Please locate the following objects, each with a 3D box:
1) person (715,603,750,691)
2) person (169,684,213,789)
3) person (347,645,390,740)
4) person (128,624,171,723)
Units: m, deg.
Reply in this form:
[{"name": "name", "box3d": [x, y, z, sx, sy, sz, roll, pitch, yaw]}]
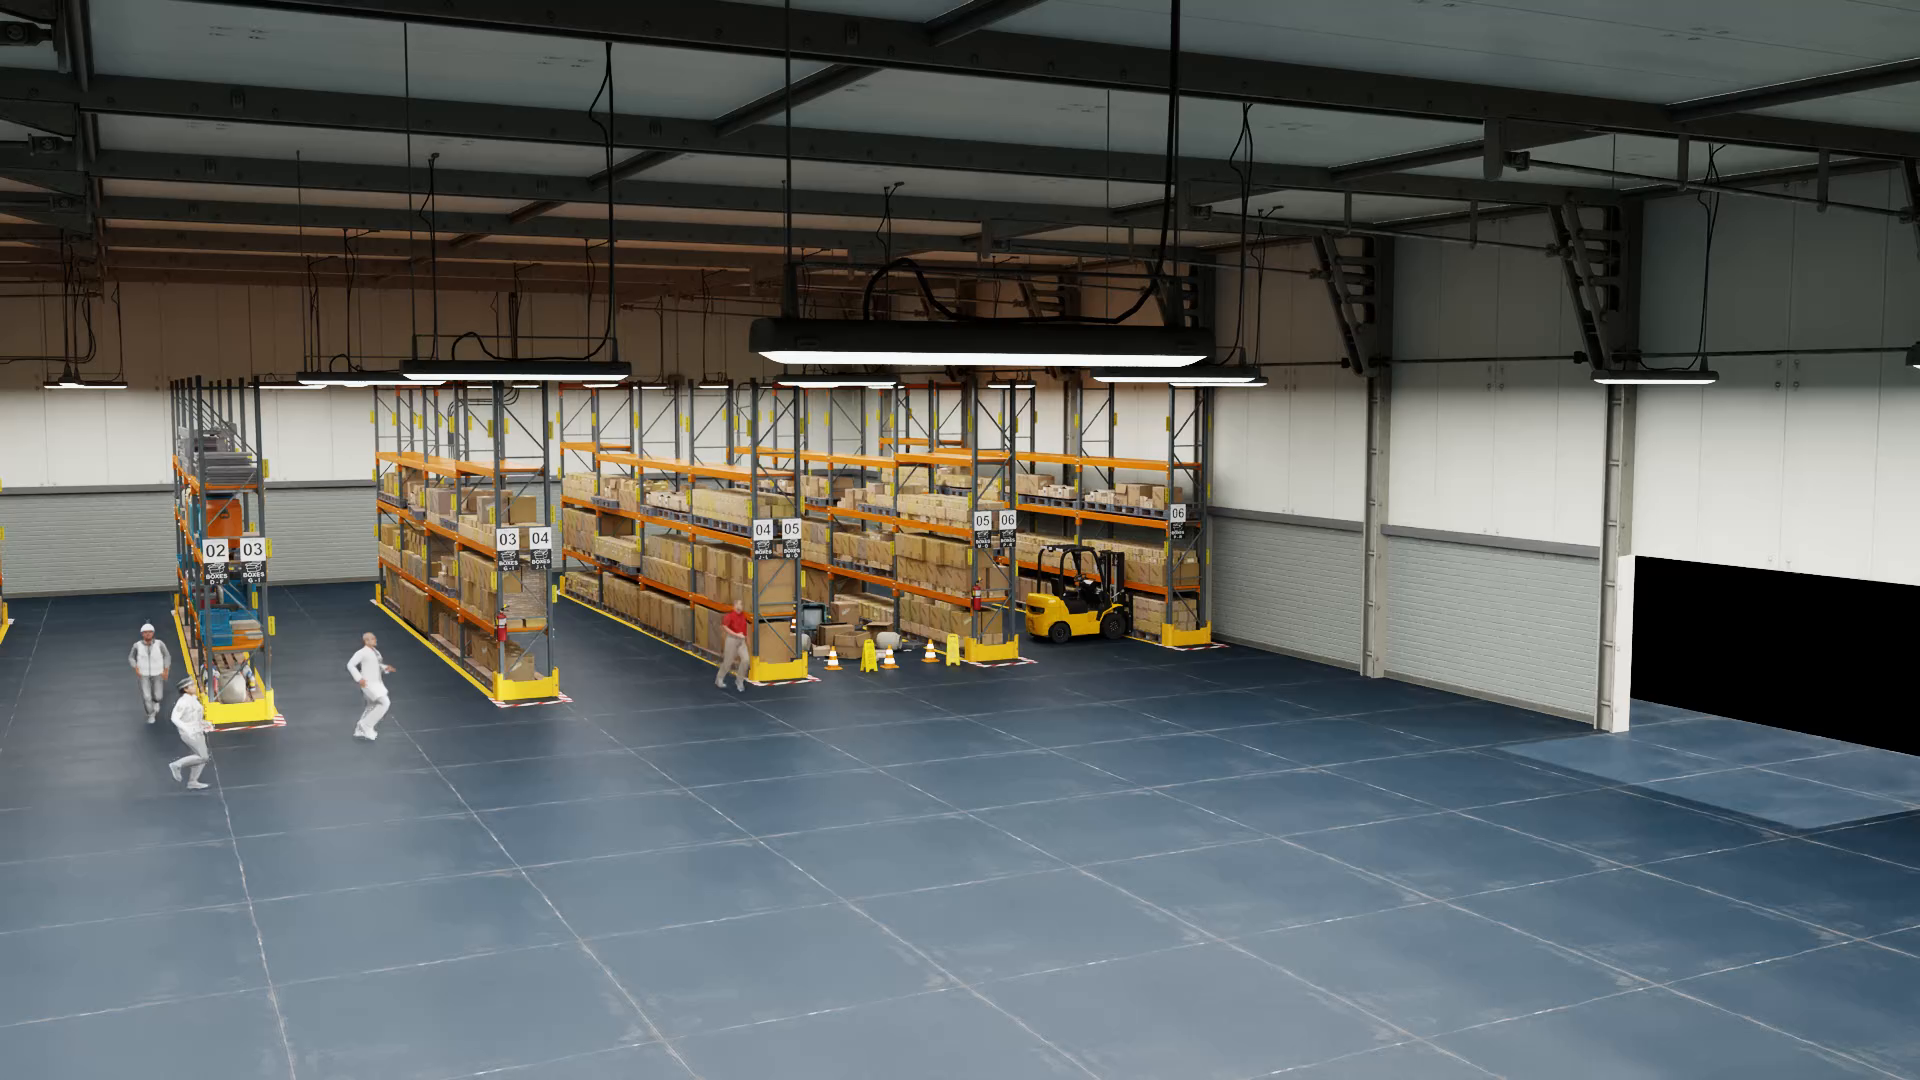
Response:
[{"name": "person", "box3d": [-4.332, 2.068, 32.153, 0.663, 1.698, 0.683, 4, 6, 37]}, {"name": "person", "box3d": [-11.102, 2.804, 24.007, 0.544, 1.587, 0.631, 0, 5, -6]}, {"name": "person", "box3d": [-9.708, 2.505, 27.429, 0.647, 1.553, 0.686, 0, 5, -1]}, {"name": "person", "box3d": [-14.067, 2.305, 28.878, 0.669, 1.723, 0.611, -3, 6, -26]}]
